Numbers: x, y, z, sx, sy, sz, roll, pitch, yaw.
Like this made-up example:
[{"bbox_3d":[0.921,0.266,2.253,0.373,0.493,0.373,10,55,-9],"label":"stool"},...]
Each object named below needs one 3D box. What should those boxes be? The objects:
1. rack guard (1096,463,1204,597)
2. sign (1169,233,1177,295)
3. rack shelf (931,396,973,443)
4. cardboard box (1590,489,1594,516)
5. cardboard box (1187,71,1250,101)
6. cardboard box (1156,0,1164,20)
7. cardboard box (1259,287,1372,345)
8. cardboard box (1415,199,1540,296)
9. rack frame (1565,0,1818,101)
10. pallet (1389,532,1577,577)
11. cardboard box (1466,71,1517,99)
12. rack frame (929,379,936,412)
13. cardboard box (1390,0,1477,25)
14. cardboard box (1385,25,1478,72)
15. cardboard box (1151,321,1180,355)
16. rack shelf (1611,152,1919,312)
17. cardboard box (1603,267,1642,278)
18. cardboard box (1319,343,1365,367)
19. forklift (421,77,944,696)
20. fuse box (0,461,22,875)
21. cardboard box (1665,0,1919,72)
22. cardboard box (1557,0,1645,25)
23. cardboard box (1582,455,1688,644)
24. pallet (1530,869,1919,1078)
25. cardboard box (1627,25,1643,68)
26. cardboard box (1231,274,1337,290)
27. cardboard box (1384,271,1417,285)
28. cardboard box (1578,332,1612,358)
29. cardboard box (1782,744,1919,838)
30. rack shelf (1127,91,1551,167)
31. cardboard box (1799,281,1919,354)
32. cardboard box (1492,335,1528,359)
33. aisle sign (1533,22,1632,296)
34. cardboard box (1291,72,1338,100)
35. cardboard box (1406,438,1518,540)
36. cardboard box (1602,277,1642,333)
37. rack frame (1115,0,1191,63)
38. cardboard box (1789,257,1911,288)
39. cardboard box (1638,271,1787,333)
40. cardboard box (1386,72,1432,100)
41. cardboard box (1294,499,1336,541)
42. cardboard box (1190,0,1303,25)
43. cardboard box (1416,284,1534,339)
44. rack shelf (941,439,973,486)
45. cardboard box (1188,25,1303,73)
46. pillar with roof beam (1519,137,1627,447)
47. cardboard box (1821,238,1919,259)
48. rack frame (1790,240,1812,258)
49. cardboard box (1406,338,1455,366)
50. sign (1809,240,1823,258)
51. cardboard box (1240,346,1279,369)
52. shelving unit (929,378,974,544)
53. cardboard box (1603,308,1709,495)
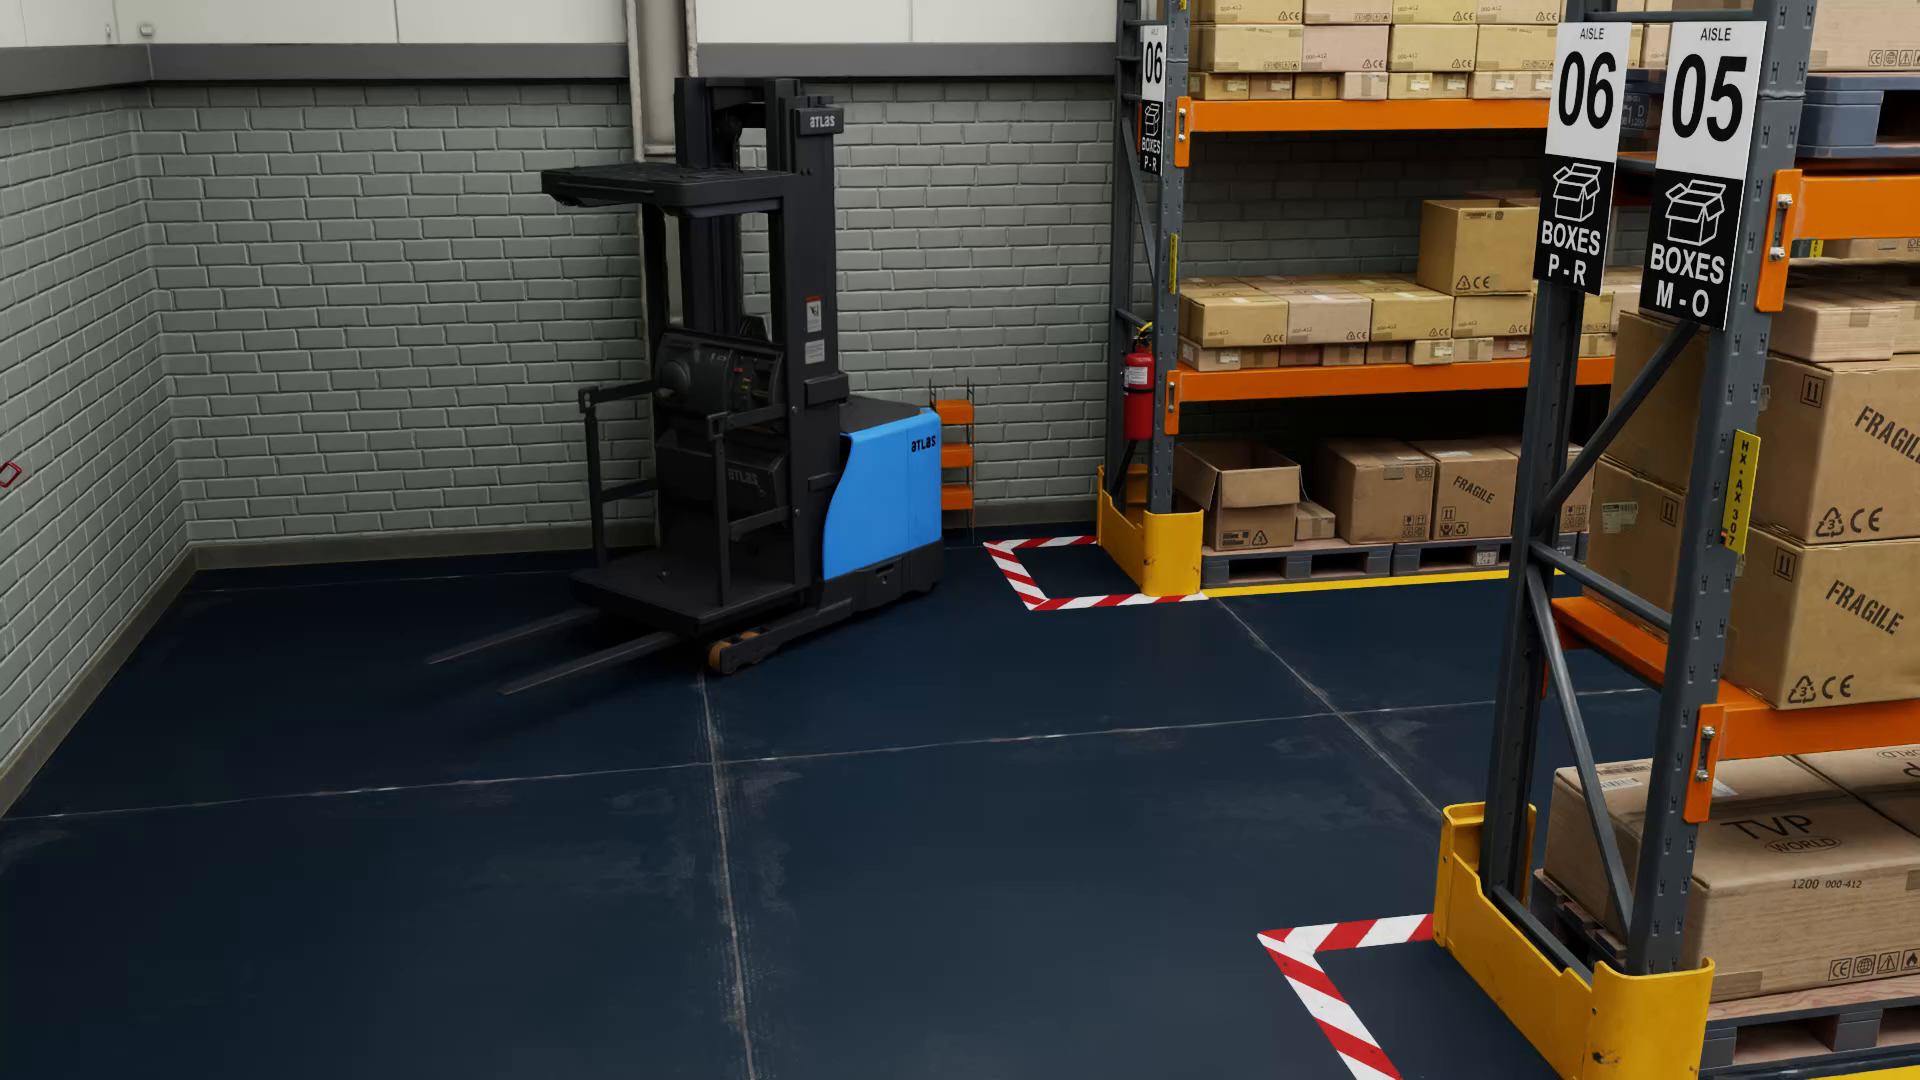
[{"bbox_3d":[1.149,-0.079,10.218,0.348,0.500,1.175,-3,17,-10],"label":"rack guard"},{"bbox_3d":[1.178,-1.527,9.201,0.005,0.325,0.100,-3,17,-10],"label":"sign"},{"bbox_3d":[-0.053,-0.760,10.568,0.240,0.259,0.215,-3,17,-10],"label":"rack shelf"},{"bbox_3d":[4.160,-0.251,10.461,0.258,0.266,0.396,-3,17,-8],"label":"cardboard box"},{"bbox_3d":[1.432,-2.534,9.273,0.250,0.149,0.380,-3,17,-9],"label":"cardboard box"},{"bbox_3d":[1.458,-3.118,9.644,0.500,0.250,0.500,-4,17,-12],"label":"cardboard box"},{"bbox_3d":[2.066,-1.316,9.736,0.500,0.250,0.500,-3,17,-10],"label":"cardboard box"},{"bbox_3d":[3.044,-1.730,9.807,0.500,0.500,0.500,-3,17,-9],"label":"cardboard box"},{"bbox_3d":[2.020,-2.707,4.298,0.127,3.000,1.000,-3,17,-10],"label":"rack frame"},{"bbox_3d":[3.127,-0.053,10.624,1.213,0.211,1.003,-3,17,-10],"label":"pallet"},{"bbox_3d":[2.955,-2.592,9.460,0.250,0.149,0.380,-3,17,-10],"label":"cardboard box"},{"bbox_3d":[-0.172,-0.492,10.626,0.008,1.050,0.200,-3,17,-10],"label":"rack frame"},{"bbox_3d":[2.551,-3.020,9.325,0.500,0.250,0.500,-4,17,-11],"label":"cardboard box"},{"bbox_3d":[2.562,-2.779,9.391,0.500,0.250,0.500,-4,17,-12],"label":"cardboard box"},{"bbox_3d":[1.349,-1.246,10.186,0.250,0.149,0.380,-3,17,-11],"label":"cardboard box"},{"bbox_3d":[3.983,-1.040,5.207,4.000,0.370,1.077,-3,17,-10],"label":"rack shelf"},{"bbox_3d":[3.973,-1.583,10.607,0.500,0.250,0.500,-3,17,-11],"label":"cardboard box"},{"bbox_3d":[2.201,-1.137,9.834,0.250,0.149,0.380,-3,17,-9],"label":"cardboard box"},{"bbox_3d":[-1.417,-0.875,8.669,1.130,2.935,3.031,14,22,37],"label":"forklift"},{"bbox_3d":[-3.767,0.484,6.322,0.414,1.711,0.539,-3,17,-10],"label":"fuse box"},{"bbox_3d":[2.444,-1.501,4.850,0.500,0.250,0.500,-5,18,-16],"label":"cardboard box"},{"bbox_3d":[3.556,-3.082,9.525,0.500,0.250,0.500,-3,17,-9],"label":"cardboard box"},{"bbox_3d":[2.443,0.010,5.500,0.500,0.500,0.500,-3,17,-10],"label":"cardboard box"},{"bbox_3d":[2.790,1.427,5.807,1.213,0.211,1.003,-3,17,-10],"label":"pallet"},{"bbox_3d":[3.562,-2.841,9.592,0.500,0.250,0.500,-3,17,-9],"label":"cardboard box"},{"bbox_3d":[1.982,-1.471,10.240,0.500,0.250,0.500,-3,17,-10],"label":"cardboard box"},{"bbox_3d":[2.983,-1.526,10.420,0.500,0.250,0.500,-3,17,-11],"label":"cardboard box"},{"bbox_3d":[3.726,-1.211,10.072,0.250,0.149,0.380,-4,17,-11],"label":"cardboard box"},{"bbox_3d":[3.546,1.066,5.881,0.875,0.438,0.875,-3,17,-9],"label":"cardboard box"},{"bbox_3d":[3.038,-2.471,9.865,4.000,0.370,1.077,-3,17,-10],"label":"rack shelf"},{"bbox_3d":[2.665,-0.650,4.841,0.250,0.149,0.380,-3,17,-9],"label":"cardboard box"},{"bbox_3d":[3.218,-1.201,10.041,0.250,0.149,0.380,-3,17,-11],"label":"cardboard box"},{"bbox_3d":[1.890,-1.167,5.075,0.004,0.787,0.394,-3,17,-10],"label":"aisle sign"},{"bbox_3d":[1.939,-2.566,9.376,0.250,0.149,0.380,-3,17,-10],"label":"cardboard box"},{"bbox_3d":[3.078,-0.319,10.285,0.500,0.500,0.500,-3,17,-9],"label":"cardboard box"},{"bbox_3d":[4.059,-1.432,10.115,0.500,0.250,0.500,-3,17,-10],"label":"cardboard box"},{"bbox_3d":[1.074,-4.138,8.956,0.127,3.000,1.000,-3,17,-10],"label":"rack frame"},{"bbox_3d":[2.816,-0.812,5.370,0.250,0.149,0.380,-3,17,-11],"label":"cardboard box"},{"bbox_3d":[2.334,-0.753,5.175,0.250,0.149,0.380,-3,17,-10],"label":"cardboard box"},{"bbox_3d":[2.459,-2.567,9.379,0.250,0.149,0.380,-3,17,-11],"label":"cardboard box"},{"bbox_3d":[2.117,-0.127,10.256,0.250,0.149,0.380,-4,18,-13],"label":"cardboard box"},{"bbox_3d":[1.558,-2.965,9.146,0.500,0.250,0.500,-3,17,-11],"label":"cardboard box"},{"bbox_3d":[3.061,-1.380,9.944,0.500,0.250,0.500,-4,17,-12],"label":"cardboard box"},{"bbox_3d":[-0.053,-0.489,10.651,0.240,0.259,0.215,-3,17,-10],"label":"rack shelf"},{"bbox_3d":[1.562,-2.720,9.199,0.500,0.250,0.500,-3,17,-11],"label":"cardboard box"},{"bbox_3d":[4.964,-3.340,6.361,0.400,9.000,9.100,-3,17,-10],"label":"pillar with roof beam"},{"bbox_3d":[5.519,-1.704,10.364,0.500,0.500,0.700,-3,17,-9],"label":"cardboard box"},{"bbox_3d":[5.002,-1.493,10.562,0.127,3.000,1.000,-3,17,-10],"label":"rack frame"},{"bbox_3d":[2.724,-1.146,9.863,0.250,0.149,0.380,-4,17,-12],"label":"cardboard box"},{"bbox_3d":[5.112,-1.750,9.927,0.005,0.325,0.100,-3,17,-10],"label":"sign"},{"bbox_3d":[1.690,-1.116,9.766,0.250,0.149,0.380,-3,17,-9],"label":"cardboard box"},{"bbox_3d":[-0.053,-0.499,10.648,0.252,1.050,0.215,-3,17,-10],"label":"shelving unit"},{"bbox_3d":[2.448,-0.460,5.328,0.500,0.500,0.500,-3,17,-9],"label":"cardboard box"}]
